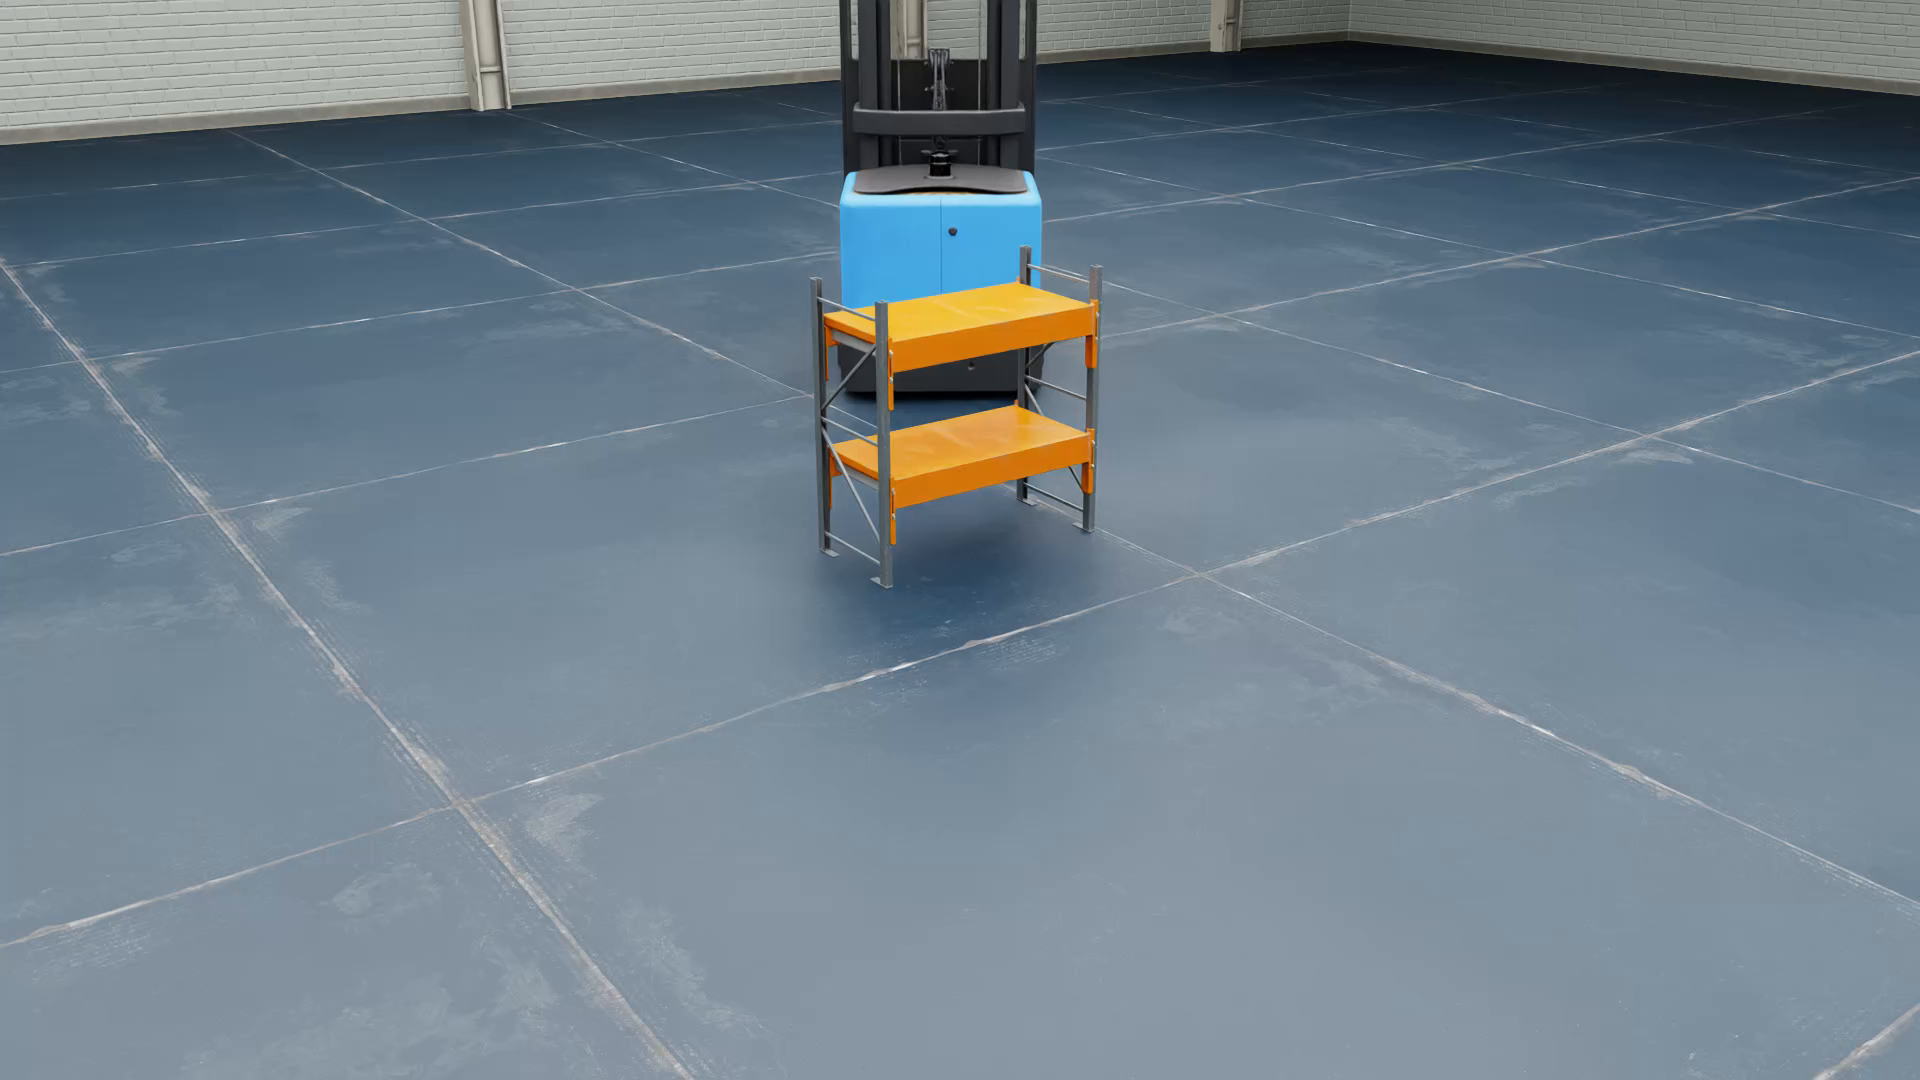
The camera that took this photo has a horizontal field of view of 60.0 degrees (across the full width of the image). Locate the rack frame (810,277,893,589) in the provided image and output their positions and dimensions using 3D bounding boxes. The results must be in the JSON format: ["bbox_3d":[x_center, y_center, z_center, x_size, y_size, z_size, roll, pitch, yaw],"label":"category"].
[{"bbox_3d":[-0.418,-0.411,6.408,0.032,1.125,0.500,-15,26,-33],"label":"rack frame"}]

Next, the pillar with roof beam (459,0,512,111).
[{"bbox_3d":[-3.050,-8.005,14.815,0.400,9.000,9.100,-15,26,-33],"label":"pillar with roof beam"}]

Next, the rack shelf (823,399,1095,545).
[{"bbox_3d":[-0.005,-0.294,6.775,1.000,0.278,0.538,-15,26,-33],"label":"rack shelf"}]

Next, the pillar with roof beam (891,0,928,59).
[{"bbox_3d":[1.820,-9.304,18.070,0.400,9.000,9.100,-15,26,-33],"label":"pillar with roof beam"}]

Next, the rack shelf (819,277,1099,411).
[{"bbox_3d":[-0.005,-0.793,6.576,1.000,0.278,0.538,-15,26,-33],"label":"rack shelf"}]

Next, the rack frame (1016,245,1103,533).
[{"bbox_3d":[0.407,-0.631,6.960,0.032,1.125,0.500,-15,26,-33],"label":"rack frame"}]

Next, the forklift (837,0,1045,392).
[{"bbox_3d":[-0.125,-2.626,9.522,1.130,2.935,3.031,0,22,-1],"label":"forklift"}]

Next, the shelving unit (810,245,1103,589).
[{"bbox_3d":[-0.005,-0.521,6.684,1.048,1.125,0.538,-15,26,-33],"label":"shelving unit"}]

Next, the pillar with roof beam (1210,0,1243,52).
[{"bbox_3d":[6.691,-10.602,21.324,0.400,9.000,9.100,-15,26,-33],"label":"pillar with roof beam"}]
